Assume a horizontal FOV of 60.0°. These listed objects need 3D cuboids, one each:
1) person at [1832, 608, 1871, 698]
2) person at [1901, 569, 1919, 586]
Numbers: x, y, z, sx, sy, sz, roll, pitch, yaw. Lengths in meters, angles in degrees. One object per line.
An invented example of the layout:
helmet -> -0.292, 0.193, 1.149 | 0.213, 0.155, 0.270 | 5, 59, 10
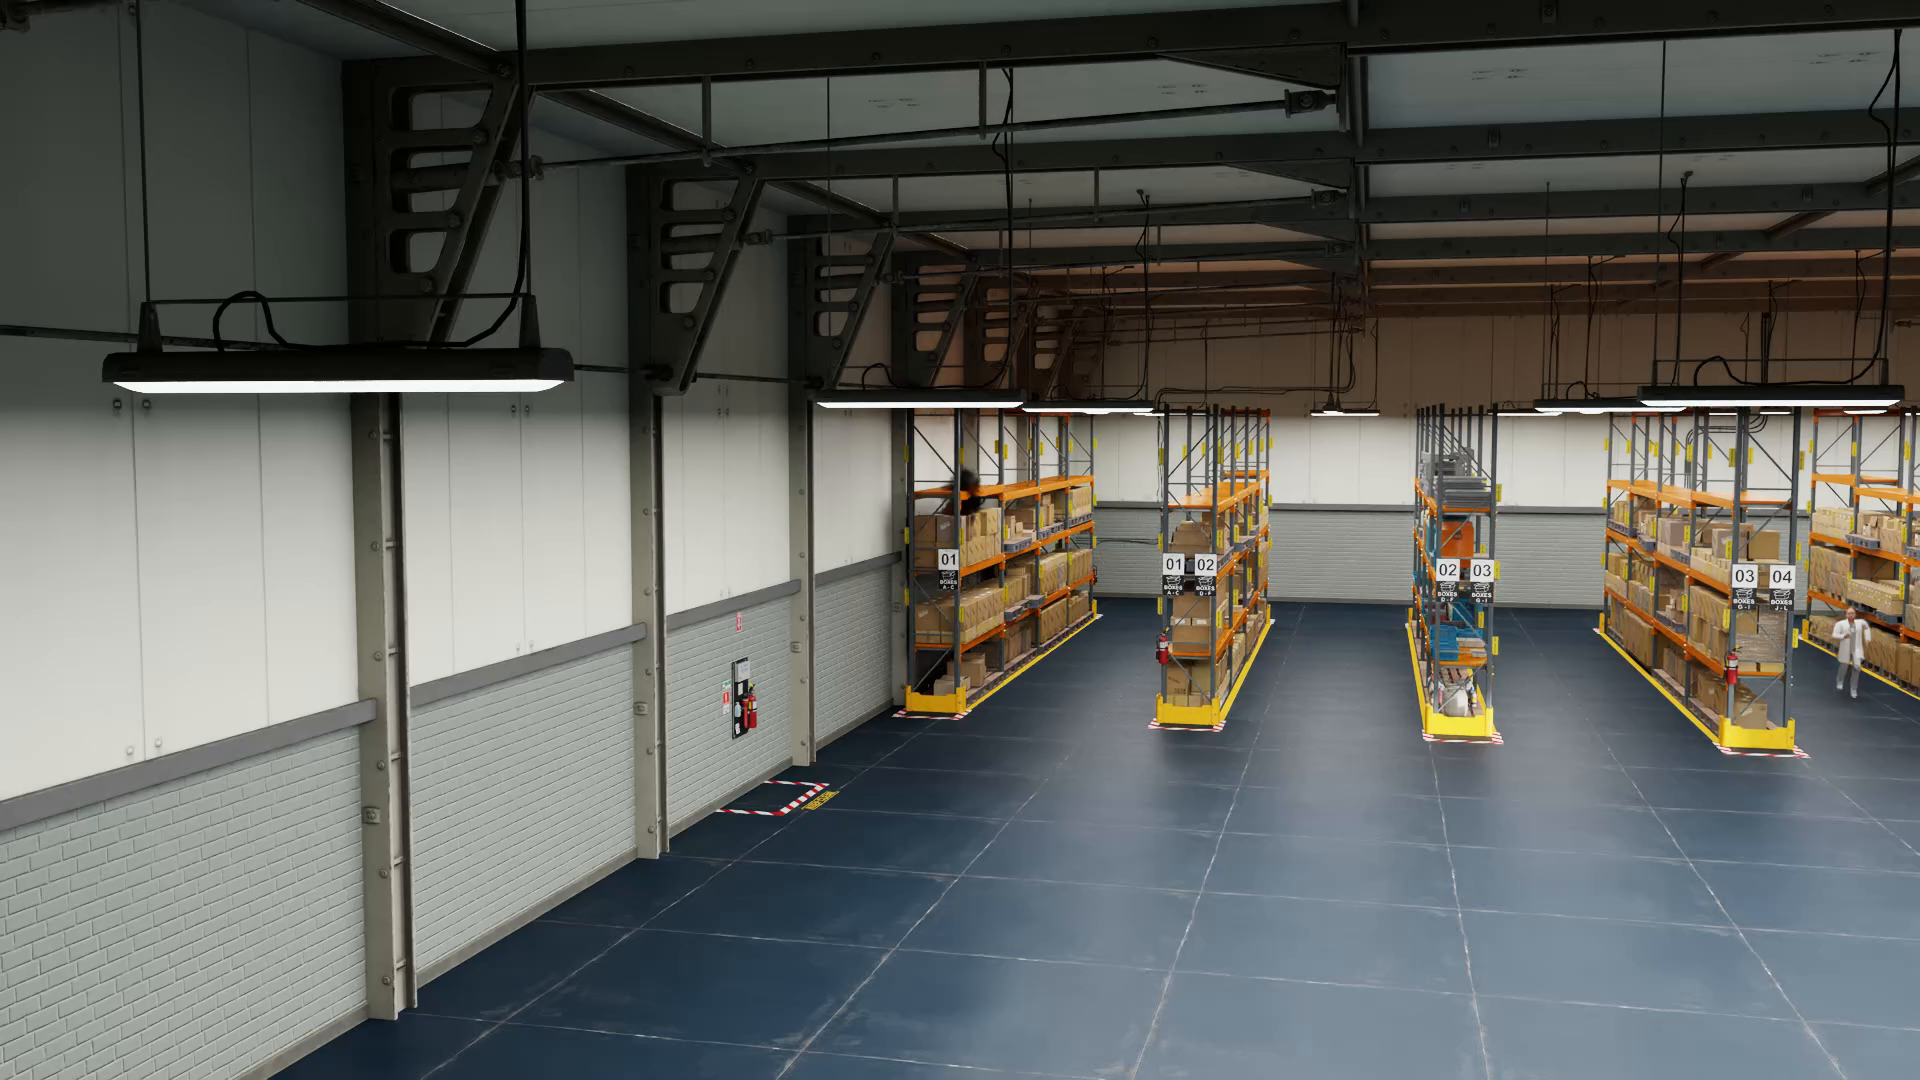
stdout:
person -> 18.498, 2.329, 34.527 | 0.733, 1.844, 0.984 | 2, 5, 23
person -> 24.995, 1.643, 43.767 | 0.952, 1.824, 0.654 | 1, 4, 13
